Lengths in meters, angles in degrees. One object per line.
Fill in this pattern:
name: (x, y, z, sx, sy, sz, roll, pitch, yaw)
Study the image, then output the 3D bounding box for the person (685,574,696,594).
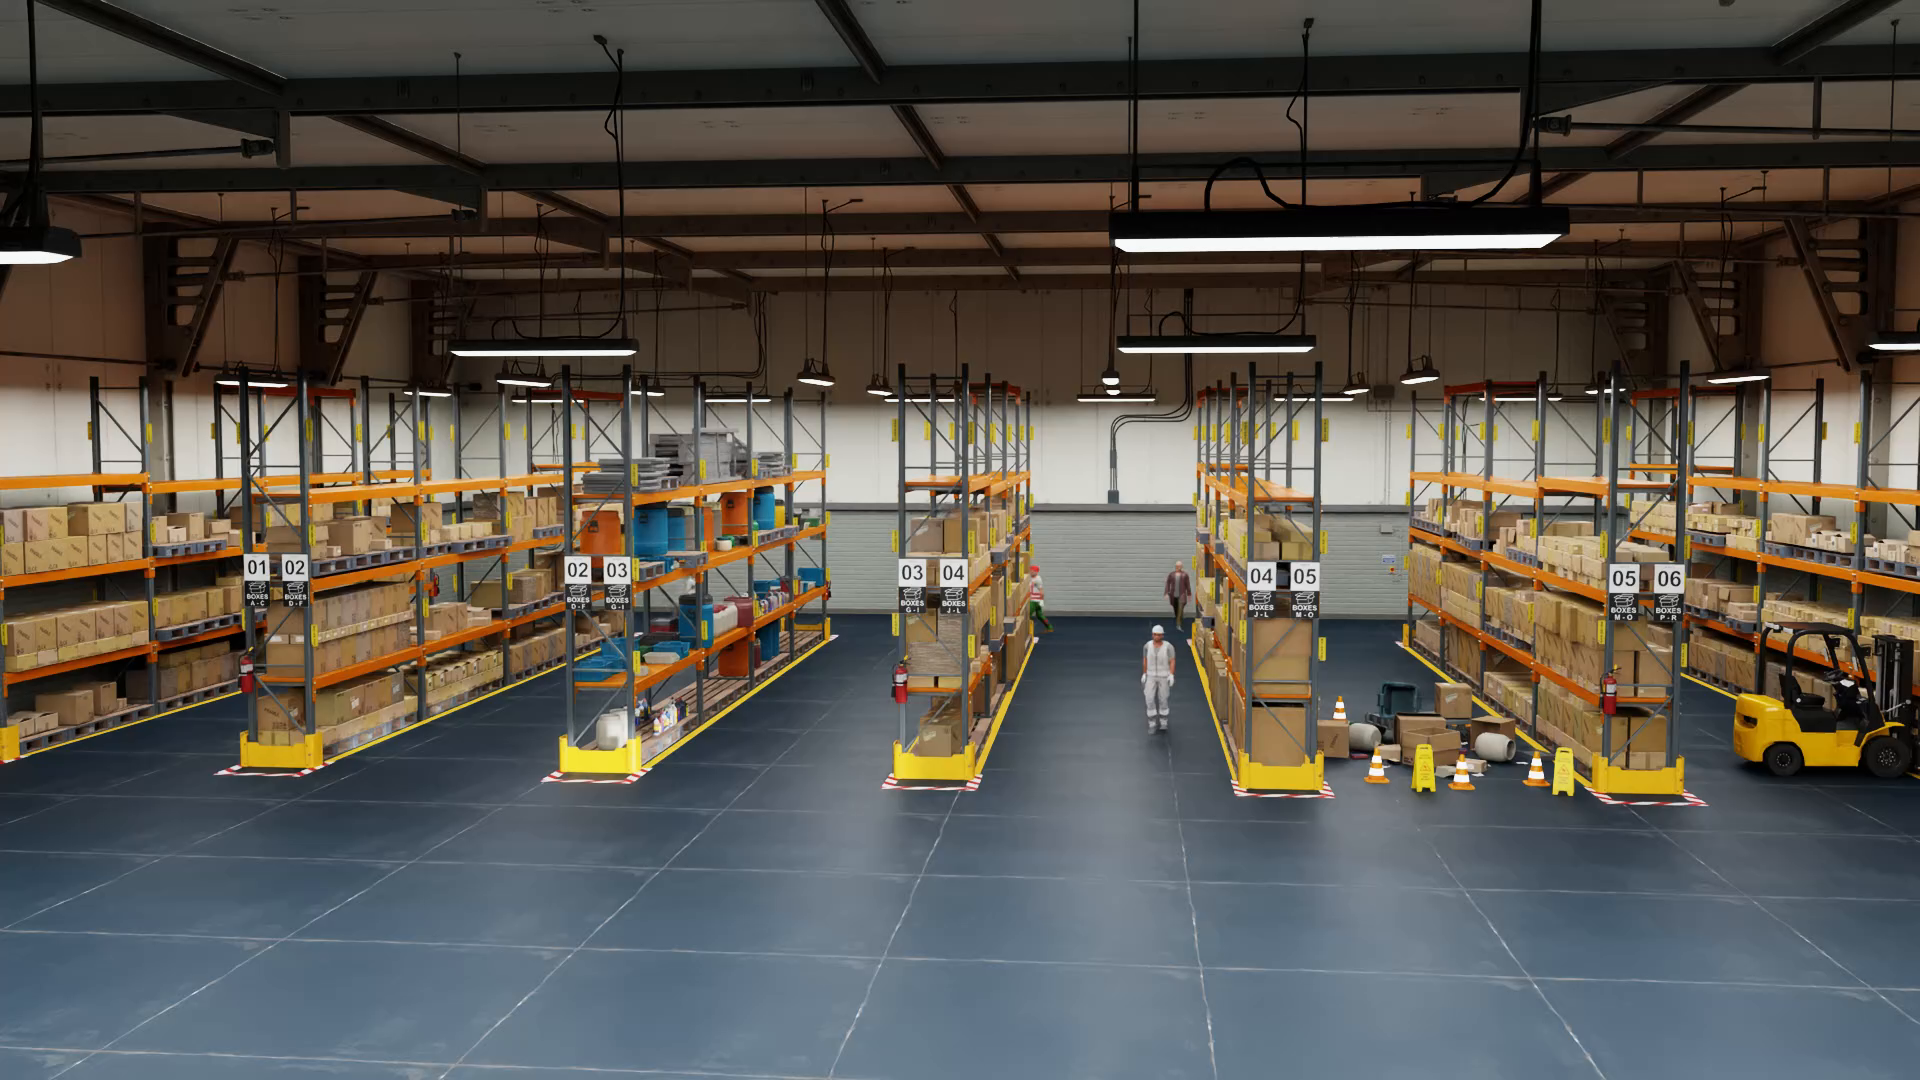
person: (-6.513, 1.517, 40.507, 0.911, 1.729, 0.514, -2, 4, -25)

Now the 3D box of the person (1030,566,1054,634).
person: (1.812, 1.493, 41.264, 1.049, 1.726, 0.510, 0, 4, 3)

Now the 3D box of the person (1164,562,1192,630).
person: (5.508, 1.407, 42.207, 0.631, 1.711, 1.117, 2, 4, 24)

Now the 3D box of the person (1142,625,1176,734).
person: (3.322, 2.340, 27.875, 0.597, 1.842, 0.535, 1, 4, 19)
